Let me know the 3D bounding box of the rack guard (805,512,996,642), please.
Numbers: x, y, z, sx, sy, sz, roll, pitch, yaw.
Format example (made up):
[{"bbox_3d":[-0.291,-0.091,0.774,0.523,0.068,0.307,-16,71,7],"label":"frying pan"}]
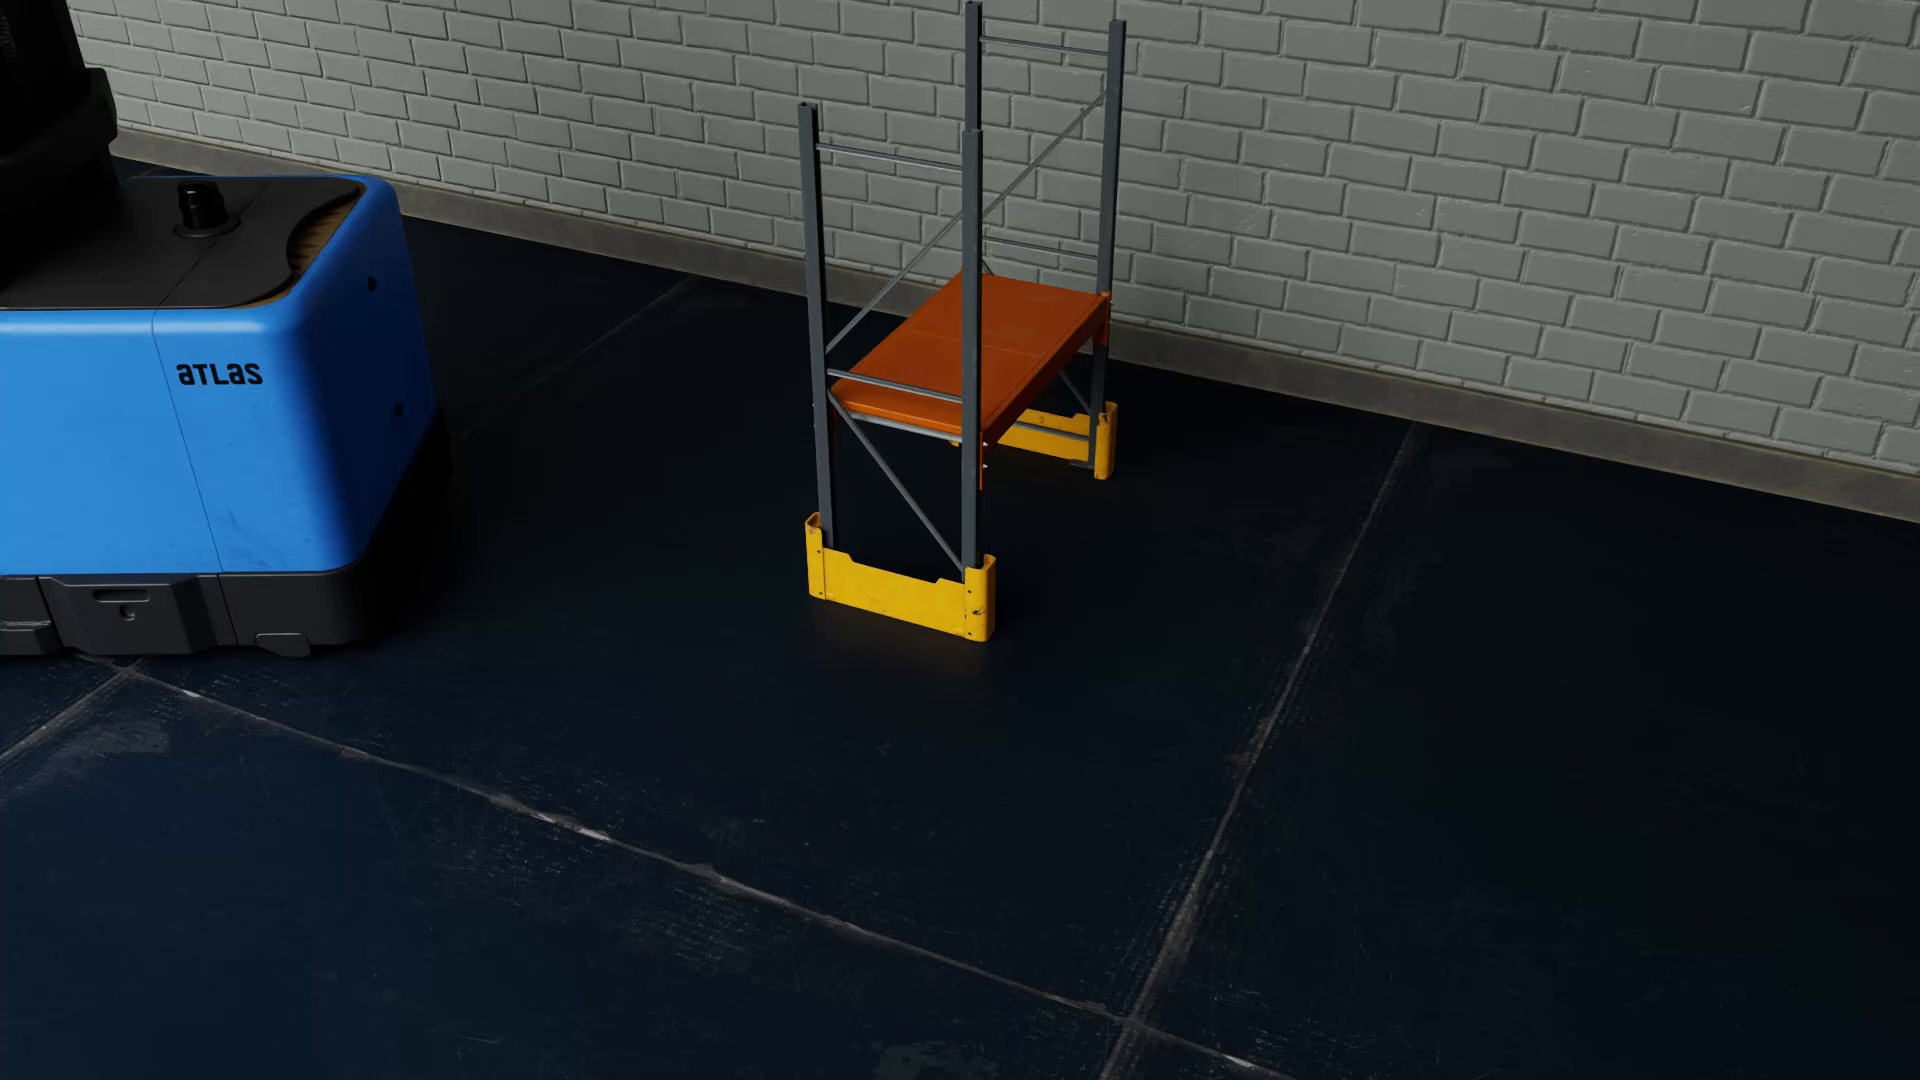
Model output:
[{"bbox_3d":[-0.176,0.106,4.861,0.587,0.250,0.087,14,36,20],"label":"rack guard"}]

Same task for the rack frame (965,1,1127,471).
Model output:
[{"bbox_3d":[0.248,-0.923,5.290,0.500,1.500,0.032,14,36,20],"label":"rack frame"}]

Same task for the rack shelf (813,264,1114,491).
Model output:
[{"bbox_3d":[0.036,-0.519,5.002,0.538,0.185,1.000,14,36,20],"label":"rack shelf"}]

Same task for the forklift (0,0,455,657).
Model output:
[{"bbox_3d":[-3.169,-1.145,4.323,3.031,2.935,1.130,-1,33,-1],"label":"forklift"}]

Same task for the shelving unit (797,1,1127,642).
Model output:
[{"bbox_3d":[0.032,-0.665,4.897,0.587,1.500,1.083,14,36,20],"label":"shelving unit"}]

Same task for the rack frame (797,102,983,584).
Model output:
[{"bbox_3d":[-0.177,-0.417,4.517,0.500,1.500,0.032,14,36,20],"label":"rack frame"}]

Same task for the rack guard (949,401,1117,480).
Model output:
[{"bbox_3d":[0.240,-0.391,5.618,0.587,0.250,0.087,14,36,20],"label":"rack guard"}]
